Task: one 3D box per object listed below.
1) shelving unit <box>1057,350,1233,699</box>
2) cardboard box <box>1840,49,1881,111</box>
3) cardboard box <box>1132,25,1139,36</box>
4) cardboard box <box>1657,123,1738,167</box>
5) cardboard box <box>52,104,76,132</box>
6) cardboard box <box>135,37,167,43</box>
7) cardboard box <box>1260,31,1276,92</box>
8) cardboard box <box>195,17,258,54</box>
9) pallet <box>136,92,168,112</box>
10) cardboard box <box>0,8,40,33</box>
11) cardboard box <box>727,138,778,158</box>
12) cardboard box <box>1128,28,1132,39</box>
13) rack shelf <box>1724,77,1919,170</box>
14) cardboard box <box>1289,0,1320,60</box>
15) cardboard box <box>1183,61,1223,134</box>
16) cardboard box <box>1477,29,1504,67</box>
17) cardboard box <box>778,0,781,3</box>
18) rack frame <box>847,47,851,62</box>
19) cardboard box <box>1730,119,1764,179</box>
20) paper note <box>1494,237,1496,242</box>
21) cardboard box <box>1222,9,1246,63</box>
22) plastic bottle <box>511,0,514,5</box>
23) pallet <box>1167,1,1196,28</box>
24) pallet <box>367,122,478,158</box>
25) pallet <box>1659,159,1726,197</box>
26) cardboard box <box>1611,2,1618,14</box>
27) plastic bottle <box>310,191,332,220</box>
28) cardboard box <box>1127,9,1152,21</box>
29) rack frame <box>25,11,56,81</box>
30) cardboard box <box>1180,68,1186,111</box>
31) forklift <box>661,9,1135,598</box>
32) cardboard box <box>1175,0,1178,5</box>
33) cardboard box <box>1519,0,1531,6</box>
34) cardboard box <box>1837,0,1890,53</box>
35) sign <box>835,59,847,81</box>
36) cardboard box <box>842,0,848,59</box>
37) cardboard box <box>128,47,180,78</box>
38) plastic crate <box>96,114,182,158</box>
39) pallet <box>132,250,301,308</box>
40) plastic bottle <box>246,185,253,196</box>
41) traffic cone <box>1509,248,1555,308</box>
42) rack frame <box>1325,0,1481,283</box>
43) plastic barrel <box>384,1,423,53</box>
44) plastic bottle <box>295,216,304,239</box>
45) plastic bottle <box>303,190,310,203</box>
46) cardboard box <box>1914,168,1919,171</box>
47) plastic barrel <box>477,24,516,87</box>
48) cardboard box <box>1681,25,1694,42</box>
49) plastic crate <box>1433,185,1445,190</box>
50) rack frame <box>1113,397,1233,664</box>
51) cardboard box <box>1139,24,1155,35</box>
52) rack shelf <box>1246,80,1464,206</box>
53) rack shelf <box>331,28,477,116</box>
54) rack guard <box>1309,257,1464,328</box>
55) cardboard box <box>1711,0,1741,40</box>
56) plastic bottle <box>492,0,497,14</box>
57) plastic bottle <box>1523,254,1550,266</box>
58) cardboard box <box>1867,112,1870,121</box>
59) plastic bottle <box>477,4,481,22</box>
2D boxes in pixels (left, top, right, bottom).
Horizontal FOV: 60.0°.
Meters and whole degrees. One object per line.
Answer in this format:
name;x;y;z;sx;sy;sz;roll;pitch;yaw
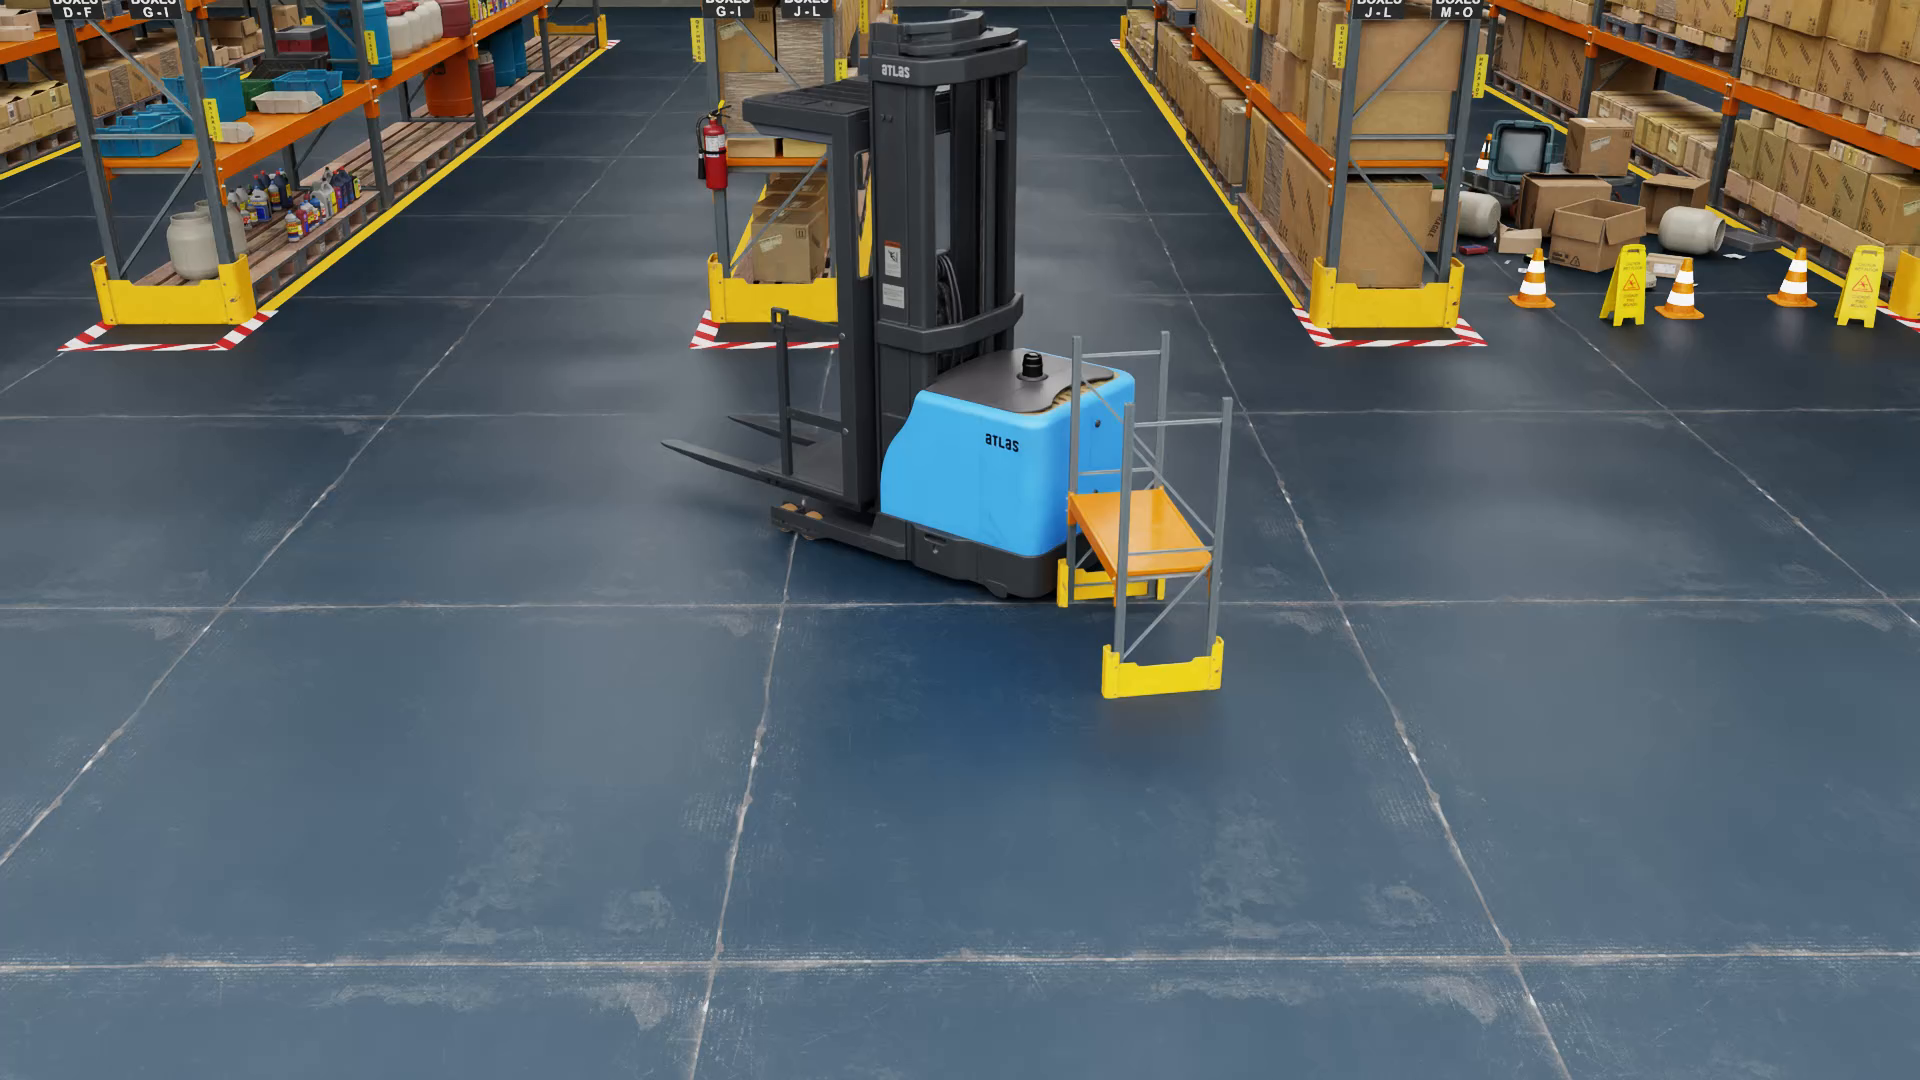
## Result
shelving unit;0.900;-0.154;8.270;0.587;1.500;1.083;-4;25;-9
cardboard box;8.152;-4.060;14.604;0.500;0.500;0.500;0;24;-1
cardboard box;2.994;-8.264;26.971;0.380;0.149;0.250;0;24;1
cardboard box;8.373;-4.398;18.514;0.950;0.372;0.625;1;24;3
cardboard box;-11.216;-5.176;20.380;0.500;0.250;0.500;0;24;1
cardboard box;-11.748;-6.962;24.003;0.500;0.500;0.500;-1;24;-3
cardboard box;3.460;-4.744;16.418;0.875;0.550;0.550;0;24;-1
cardboard box;-11.535;-7.938;26.157;0.797;0.503;0.637;0;24;-1
pallet;-11.447;-5.991;22.741;1.003;0.211;1.213;0;24;-1
cardboard box;-11.506;-6.262;20.064;0.500;0.311;0.500;1;24;3
cardboard box;-1.682;-3.201;13.493;0.380;0.149;0.250;0;24;-1
cardboard box;2.999;-8.448;27.739;0.380;0.149;0.250;0;24;1
rack shelf;8.415;-3.740;15.252;1.077;0.370;4.000;0;24;-1
cardboard box;3.418;-4.569;14.719;0.875;0.550;0.500;0;24;-1
cardboard box;3.317;-5.391;20.251;1.050;0.750;0.750;-1;24;-1
cardboard box;8.406;-7.472;25.230;0.875;0.438;0.875;-1;24;-1
cardboard box;-1.737;-4.267;13.850;0.500;0.500;0.500;0;24;-1
rack frame;-1.513;-4.847;16.828;0.949;2.616;0.053;0;24;-1
cardboard box;8.129;-3.928;16.712;0.500;0.500;0.500;1;24;2
paper note;5.289;-2.920;16.179;0.172;0.023;0.155;8;26;18
cardboard box;3.160;-5.504;18.158;0.500;0.500;0.500;0;24;0
plastic bottle;-6.218;-7.490;22.822;0.152;0.276;0.135;0;24;-1
pallet;3.286;-6.682;21.117;1.213;0.211;1.003;0;24;-1
pallet;-6.543;-4.883;20.291;1.003;0.211;1.213;0;24;-1
pallet;8.383;-3.942;18.210;1.003;0.211;1.213;0;24;-1
cardboard box;8.167;-6.482;20.238;0.380;0.149;0.250;-2;24;-4
plastic bottle;-6.171;-3.241;16.048;0.152;0.276;0.135;0;24;0
cardboard box;2.979;-8.719;27.616;0.380;0.149;0.250;-1;24;-3
rack frame;-11.469;-6.453;20.377;0.949;2.616;0.053;0;24;-1
cardboard box;3.132;-5.799;21.455;0.500;0.500;0.500;0;24;-1
forklift;-0.499;-1.490;9.488;3.031;2.935;1.130;17;30;33
cardboard box;2.935;-6.857;21.066;0.380;0.149;0.250;0;24;-1
cardboard box;8.043;-7.513;22.904;0.500;0.250;0.500;0;24;-1
cardboard box;8.106;-4.508;14.382;0.700;0.500;0.500;-1;24;-1
sign;-0.930;-3.596;13.011;0.100;0.325;0.005;0;24;-1
cardboard box;-1.205;-4.270;13.855;0.500;0.500;0.500;0;24;-1
cardboard box;-11.216;-6.550;23.092;0.500;0.500;0.500;0;24;0
plastic crate;-6.730;-3.314;13.618;0.499;0.251;0.616;0;24;-1
pallet;-6.477;-2.272;14.518;1.003;0.211;1.213;0;24;-1
plastic bottle;-6.913;-3.307;16.185;0.061;0.283;0.133;1;24;2
traffic cone;4.902;-2.249;14.161;0.336;0.463;0.334;0;24;-1
rack frame;3.488;-3.180;13.141;1.000;3.000;0.127;0;24;-1
plastic barrel;-6.273;-5.763;18.687;0.433;0.535;0.433;0;24;0
plastic bottle;-6.135;-2.894;15.370;0.097;0.201;0.097;0;24;0
plastic bottle;-6.277;-3.244;16.045;0.061;0.283;0.133;0;24;-1
cardboard box;8.693;-3.083;14.843;0.500;0.500;0.500;-1;24;-3
plastic barrel;-6.560;-6.841;23.272;0.600;0.901;0.708;0;24;-1
cardboard box;8.081;-5.499;18.065;0.380;0.149;0.250;0;24;0
plastic crate;4.756;-3.507;17.207;0.450;0.188;0.662;3;22;31
rack frame;0.987;0.057;7.805;0.500;1.500;0.032;-4;25;-9
cardboard box;3.005;-7.971;25.961;0.380;0.149;0.250;-1;24;-2
rack shelf;3.466;-3.676;15.111;1.077;0.370;4.000;0;24;-1
rack shelf;-6.491;-5.322;18.749;1.077;0.370;4.000;0;24;-1
rack guard;3.488;-2.031;13.634;1.175;0.500;0.348;0;24;-1
cardboard box;8.158;-5.454;17.177;0.500;0.500;0.500;-1;24;-2
plastic bottle;-6.161;-7.076;21.898;0.061;0.283;0.133;0;24;-1
plastic bottle;5.329;-2.605;15.436;0.133;0.061;0.283;-9;26;-19
cardboard box;8.228;-3.704;14.605;0.380;0.149;0.250;0;24;0
plastic bottle;-6.152;-6.736;21.144;0.061;0.283;0.133;0;24;-1
